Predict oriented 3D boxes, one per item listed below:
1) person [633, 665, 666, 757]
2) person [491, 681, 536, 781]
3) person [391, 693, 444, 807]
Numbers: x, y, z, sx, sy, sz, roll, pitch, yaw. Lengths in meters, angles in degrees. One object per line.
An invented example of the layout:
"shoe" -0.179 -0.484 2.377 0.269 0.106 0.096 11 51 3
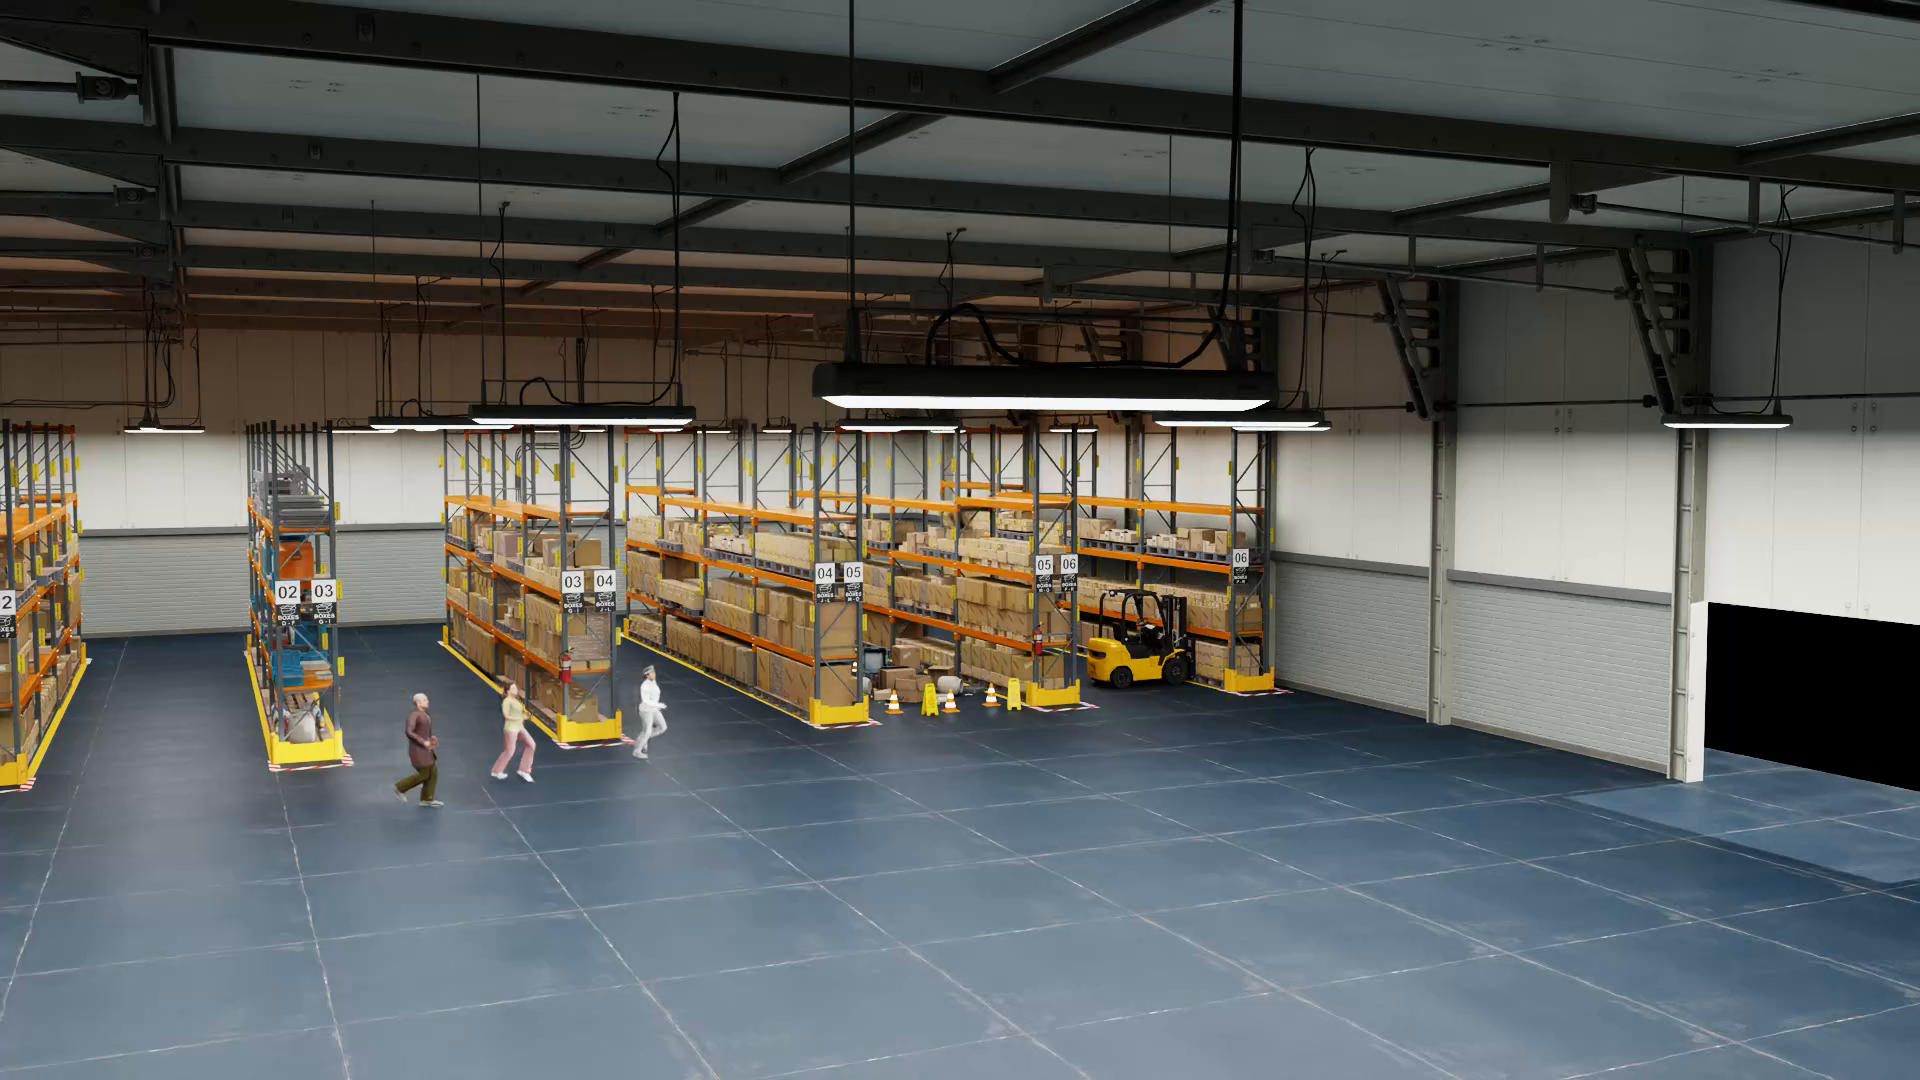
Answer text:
"person" -5.505 3.045 29.662 0.669 1.653 0.643 1 4 16
"person" -7.430 3.184 27.588 0.715 1.694 0.579 1 4 11
"person" -8.379 3.245 25.687 0.770 1.765 0.738 0 4 -1
